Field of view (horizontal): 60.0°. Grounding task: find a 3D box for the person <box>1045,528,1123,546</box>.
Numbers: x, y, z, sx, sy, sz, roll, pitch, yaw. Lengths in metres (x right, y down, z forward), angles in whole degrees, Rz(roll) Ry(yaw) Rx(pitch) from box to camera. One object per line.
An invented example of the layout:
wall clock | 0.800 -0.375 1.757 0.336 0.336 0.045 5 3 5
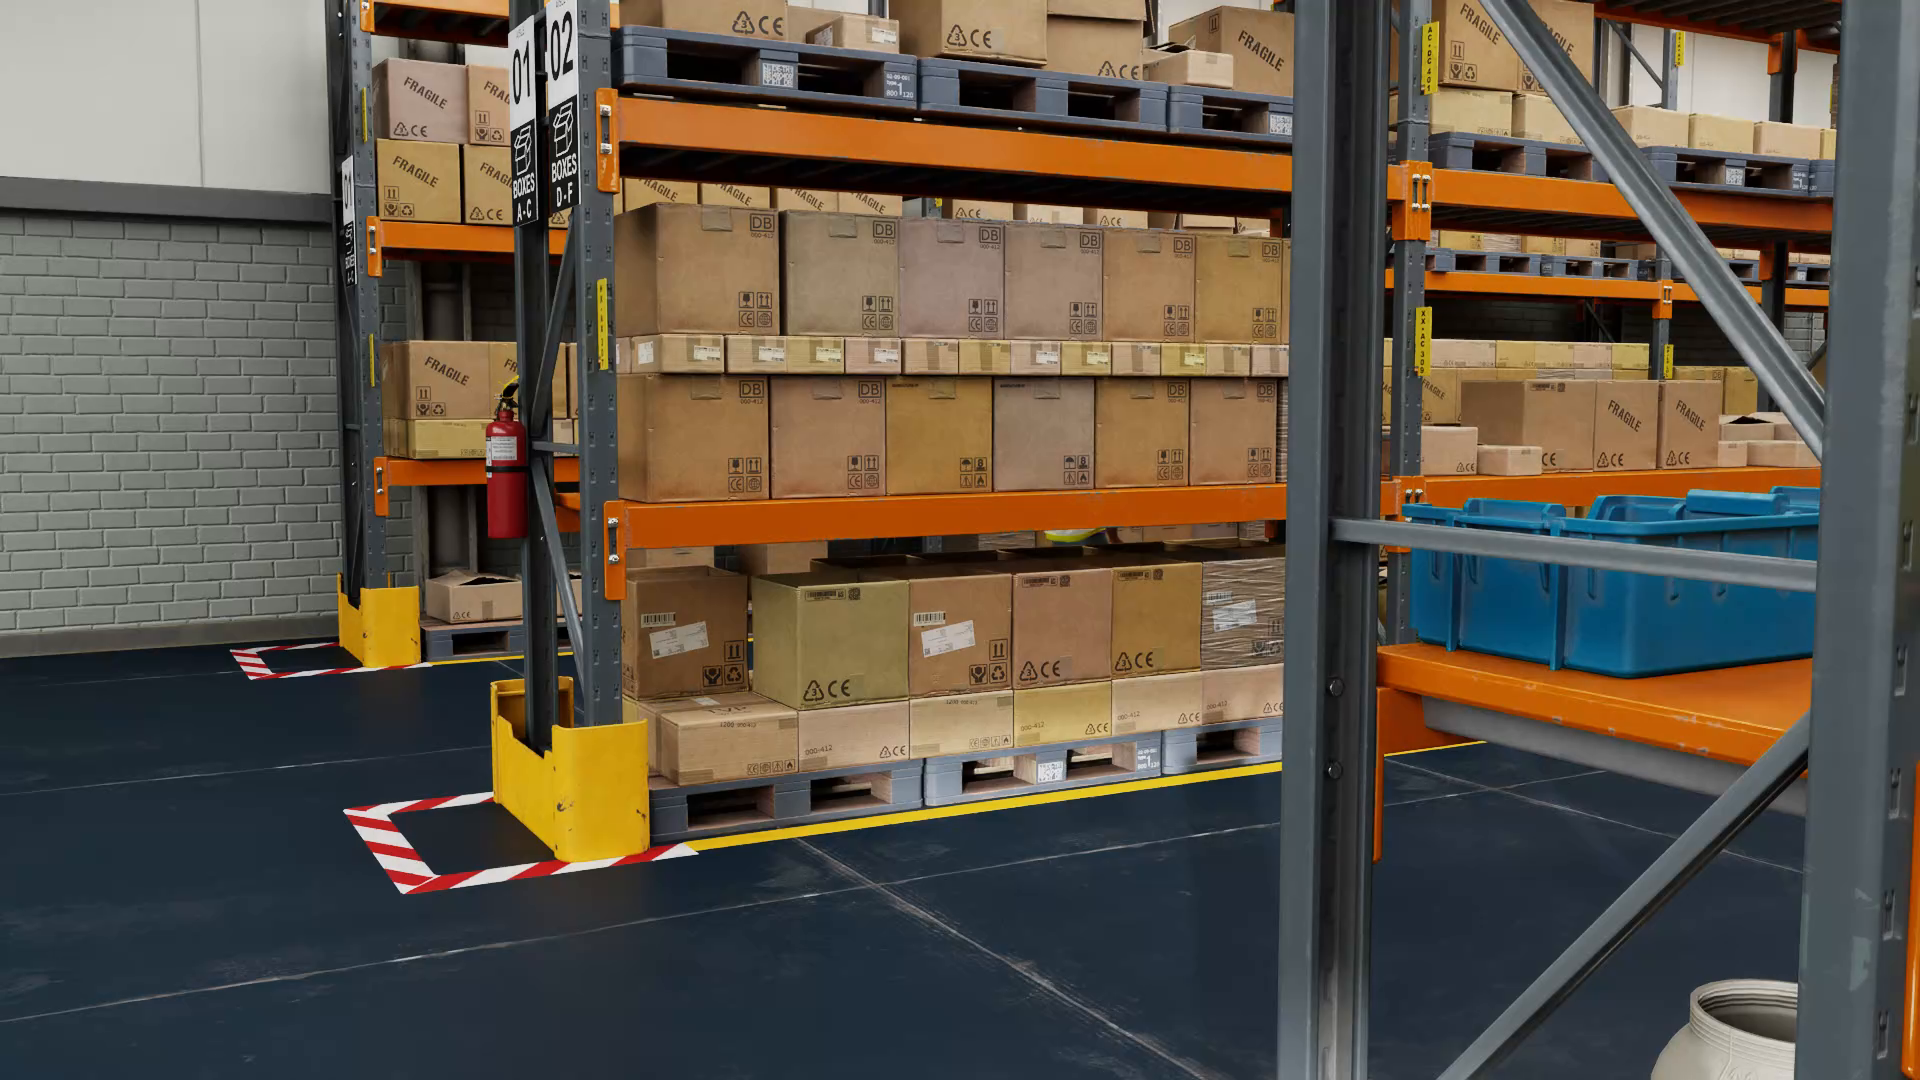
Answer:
person | 0.756 -0.029 9.985 0.463 1.760 0.635 -3 6 -30
